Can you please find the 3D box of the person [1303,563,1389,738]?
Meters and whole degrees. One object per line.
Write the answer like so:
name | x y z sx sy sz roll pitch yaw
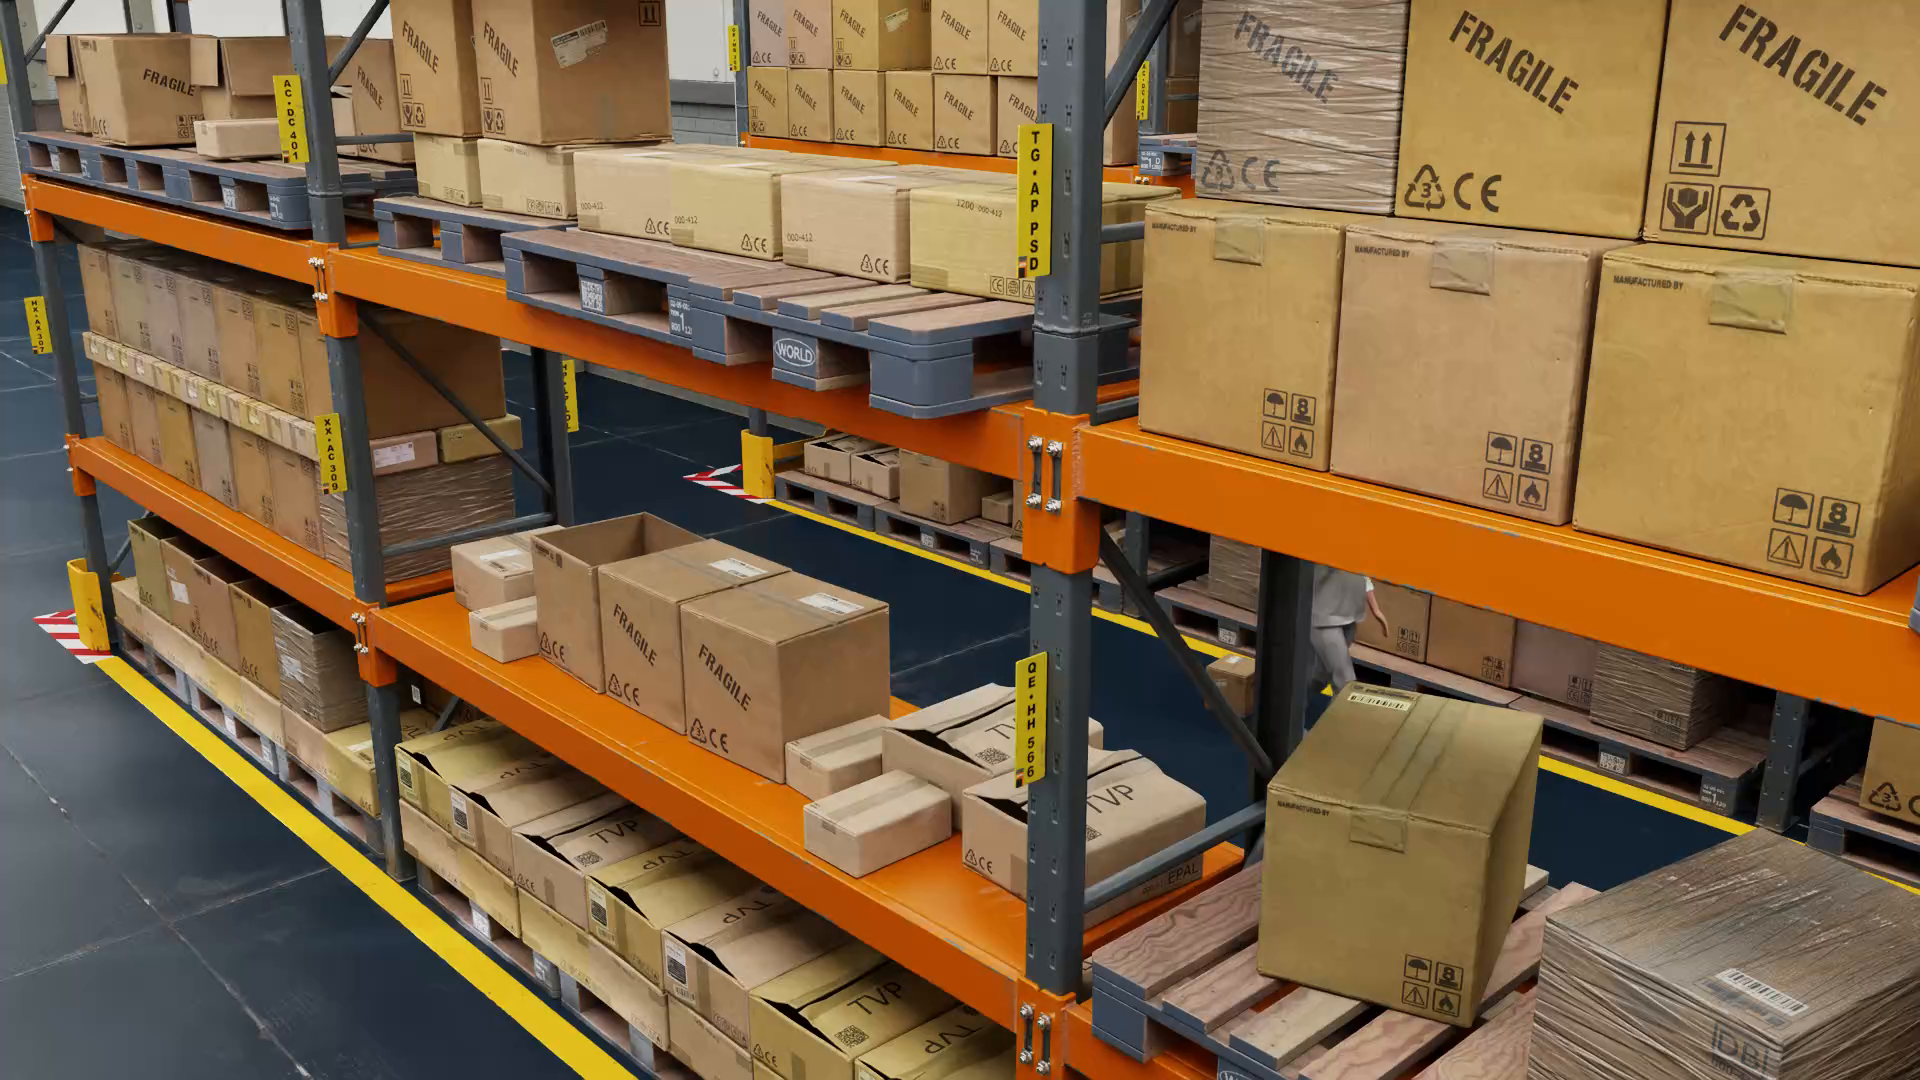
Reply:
person | 1.902 0.400 8.286 0.419 1.550 0.849 -17 24 -42
